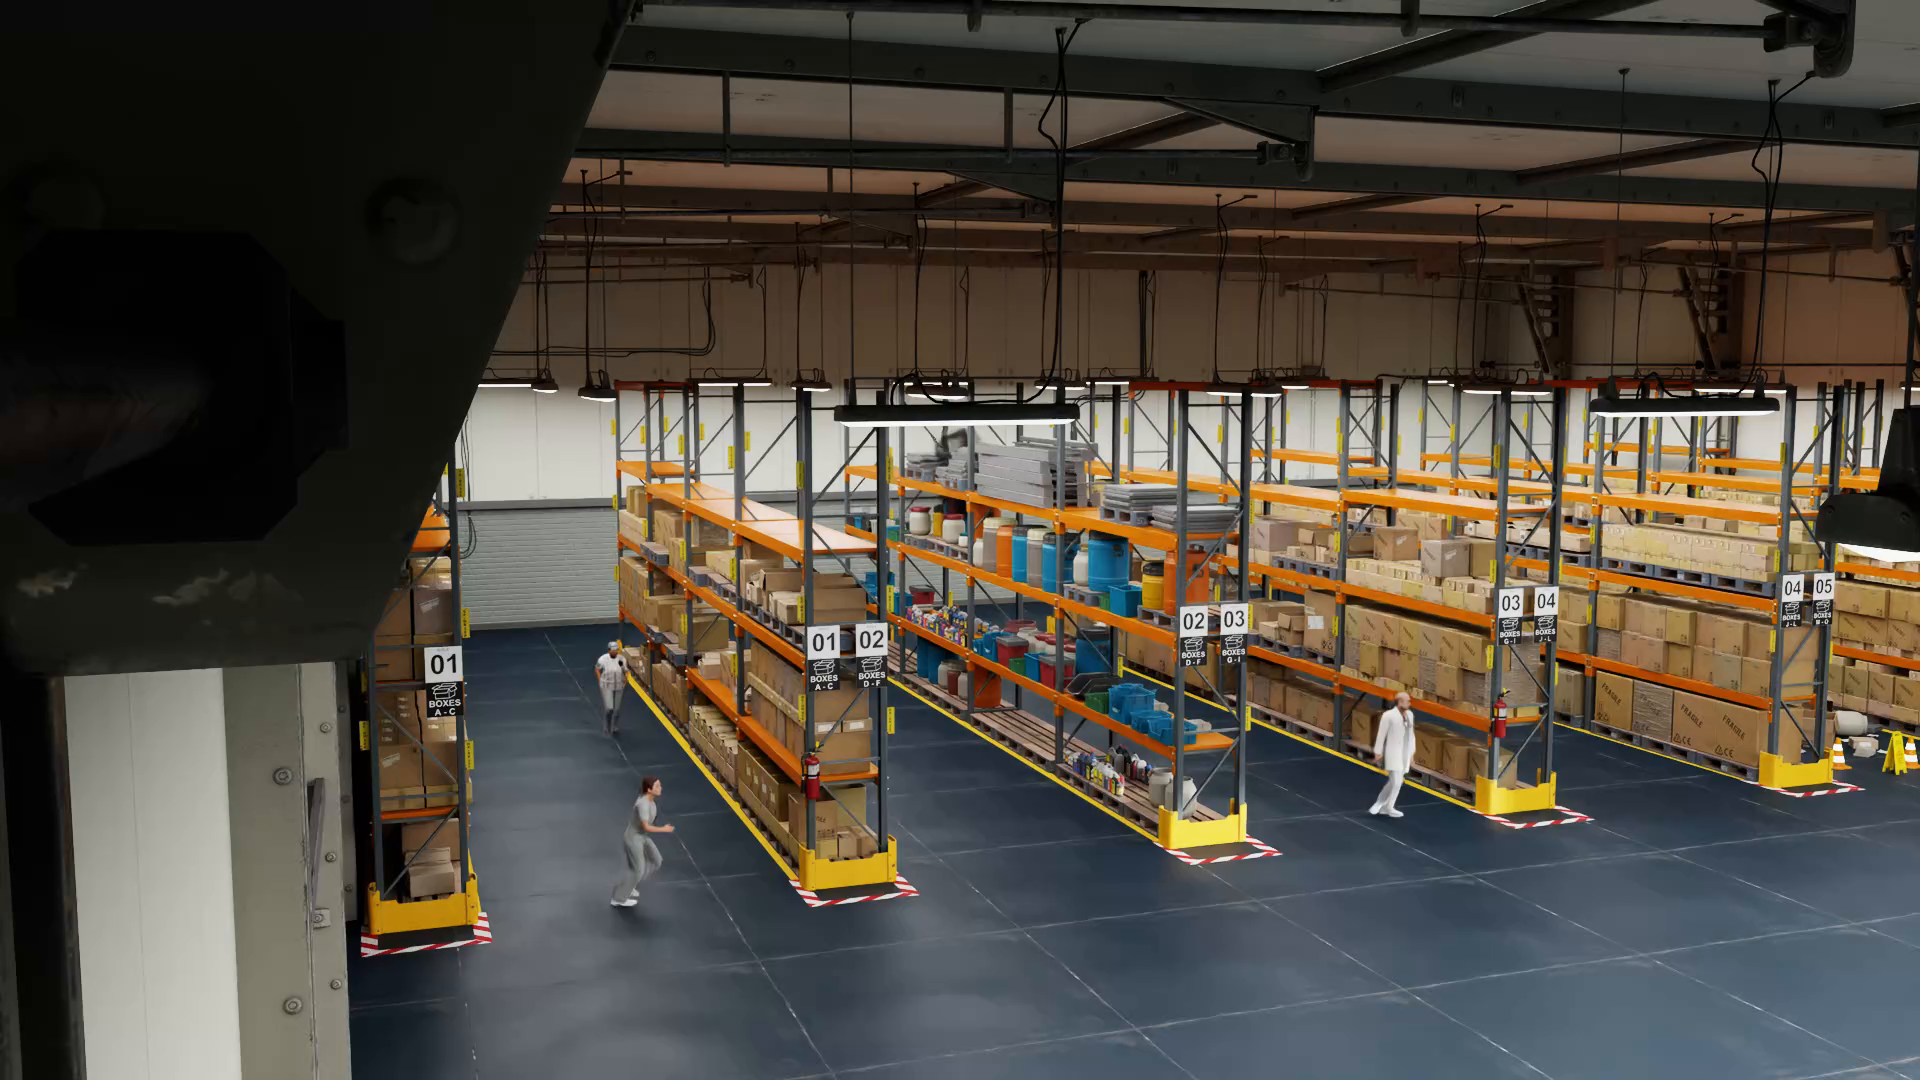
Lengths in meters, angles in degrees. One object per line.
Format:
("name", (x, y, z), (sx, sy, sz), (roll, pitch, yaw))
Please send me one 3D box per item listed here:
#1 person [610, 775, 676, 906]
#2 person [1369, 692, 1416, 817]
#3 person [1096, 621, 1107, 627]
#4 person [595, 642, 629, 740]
("person", (-3.710, 3.509, 19.436), (0.782, 1.568, 0.563), (0, 6, 0))
("person", (6.063, 2.991, 23.141), (0.666, 1.768, 0.517), (-4, 7, -34))
("person", (2.569, 2.254, 31.063), (0.692, 1.604, 0.982), (-1, 6, -11))
("person", (-5.891, 2.546, 28.230), (0.522, 1.691, 0.795), (-3, 7, -28))
